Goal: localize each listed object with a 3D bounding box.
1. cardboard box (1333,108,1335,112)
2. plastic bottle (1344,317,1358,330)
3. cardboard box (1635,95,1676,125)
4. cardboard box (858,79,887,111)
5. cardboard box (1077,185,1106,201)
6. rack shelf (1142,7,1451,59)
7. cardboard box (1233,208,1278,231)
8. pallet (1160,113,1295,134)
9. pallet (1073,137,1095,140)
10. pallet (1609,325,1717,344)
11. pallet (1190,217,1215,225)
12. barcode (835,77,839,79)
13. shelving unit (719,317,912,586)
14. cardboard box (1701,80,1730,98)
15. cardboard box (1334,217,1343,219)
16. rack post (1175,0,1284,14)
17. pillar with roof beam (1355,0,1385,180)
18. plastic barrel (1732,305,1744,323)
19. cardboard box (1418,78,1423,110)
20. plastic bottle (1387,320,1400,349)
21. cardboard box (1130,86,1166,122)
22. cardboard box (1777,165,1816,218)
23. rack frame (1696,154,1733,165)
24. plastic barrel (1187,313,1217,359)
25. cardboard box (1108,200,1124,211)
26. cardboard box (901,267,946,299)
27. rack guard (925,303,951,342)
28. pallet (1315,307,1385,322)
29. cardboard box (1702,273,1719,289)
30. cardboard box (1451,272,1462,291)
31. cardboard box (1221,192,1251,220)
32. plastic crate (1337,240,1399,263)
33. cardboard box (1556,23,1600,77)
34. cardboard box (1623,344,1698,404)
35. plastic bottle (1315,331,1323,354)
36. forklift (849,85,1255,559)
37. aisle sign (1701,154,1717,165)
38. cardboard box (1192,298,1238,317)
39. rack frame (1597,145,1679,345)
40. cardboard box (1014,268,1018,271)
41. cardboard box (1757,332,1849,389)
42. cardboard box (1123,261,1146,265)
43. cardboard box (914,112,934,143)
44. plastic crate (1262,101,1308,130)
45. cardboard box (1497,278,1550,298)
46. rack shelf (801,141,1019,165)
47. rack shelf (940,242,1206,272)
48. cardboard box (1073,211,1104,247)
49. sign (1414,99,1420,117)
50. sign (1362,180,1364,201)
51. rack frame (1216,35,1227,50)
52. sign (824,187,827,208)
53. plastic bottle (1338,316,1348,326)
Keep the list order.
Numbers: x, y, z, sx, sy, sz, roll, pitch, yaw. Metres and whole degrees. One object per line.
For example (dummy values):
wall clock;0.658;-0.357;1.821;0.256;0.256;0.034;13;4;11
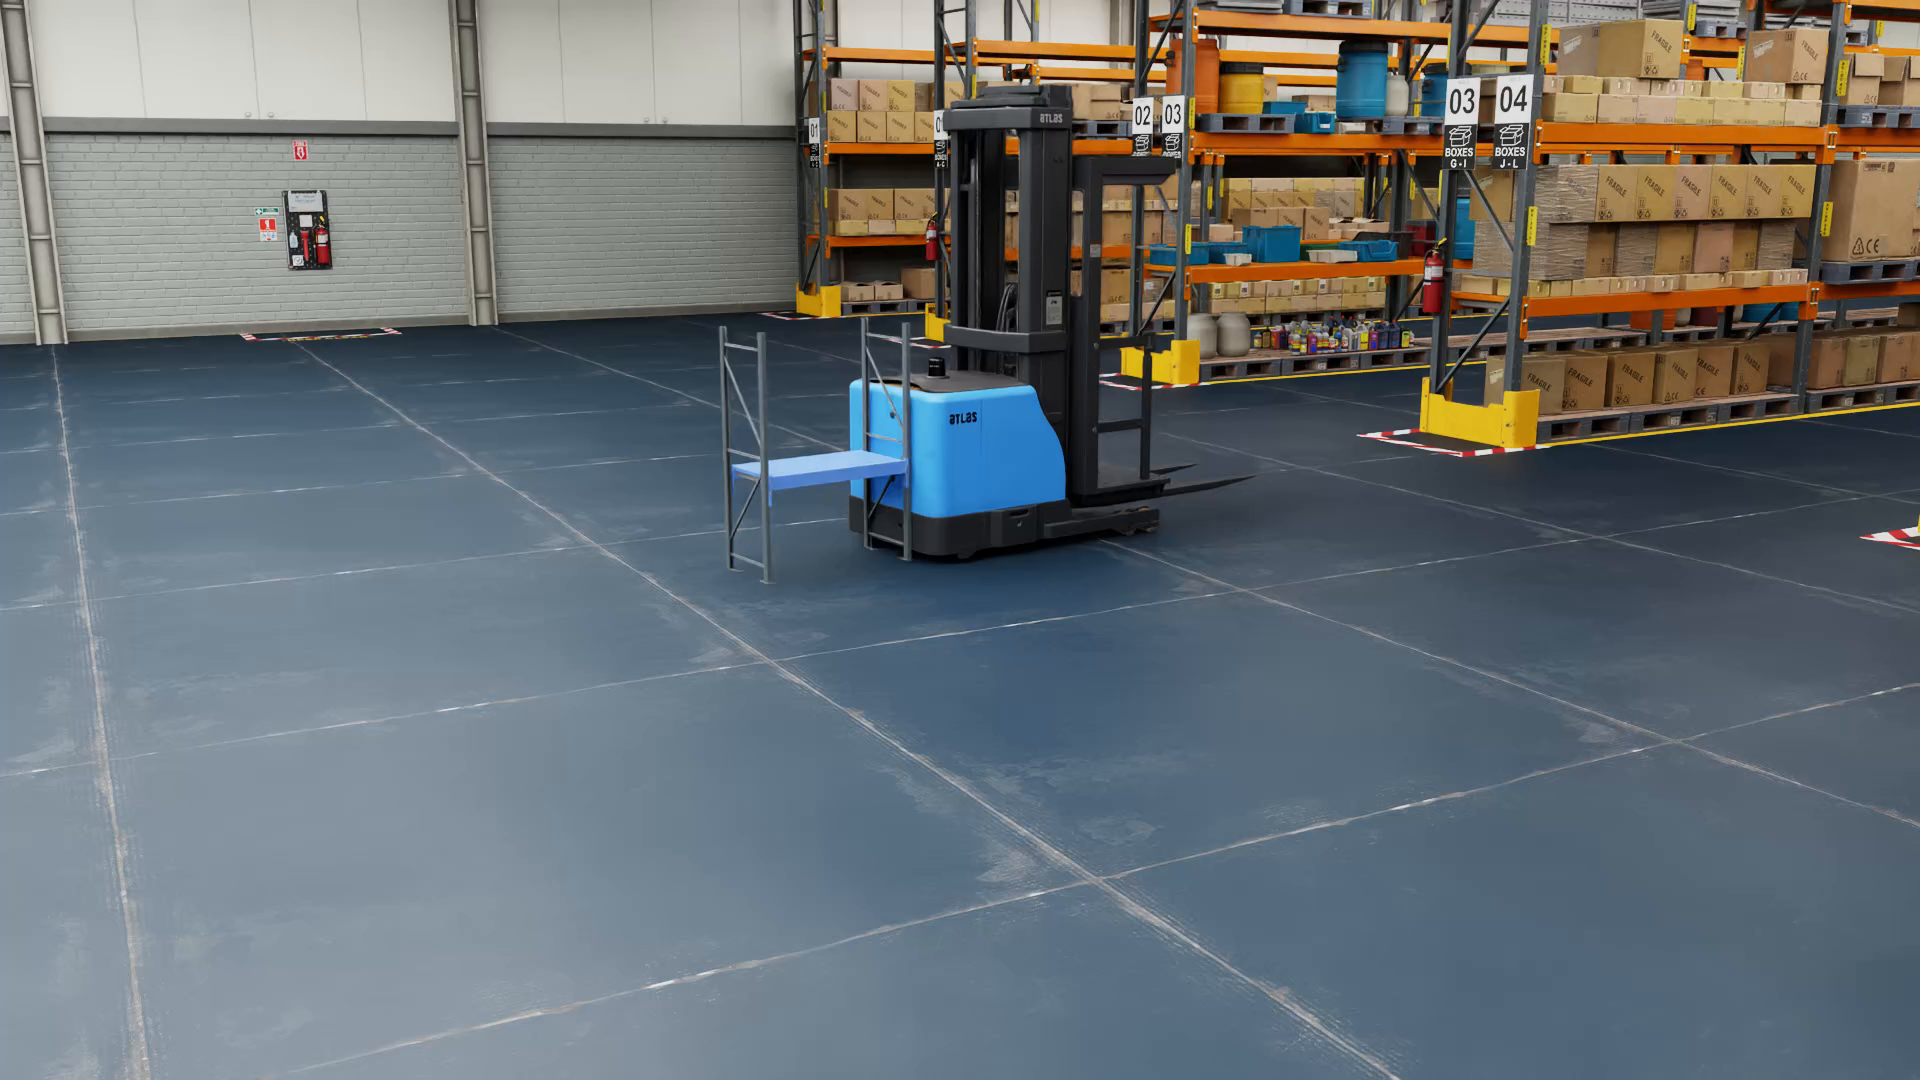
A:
cardboard box;7.260;-8.174;32.536;0.500;0.500;0.700;-8;15;-31
plastic bottle;4.972;-2.657;21.115;0.185;0.351;0.144;-7;14;-28
cardboard box;6.105;-3.890;15.073;0.500;0.250;0.500;-7;14;-28
cardboard box;-1.529;-7.302;27.343;0.500;0.500;0.500;-7;14;-29
cardboard box;1.732;-5.198;24.192;0.500;0.500;0.700;-7;14;-28
rack shelf;4.054;-5.938;19.548;4.000;0.370;1.077;-7;14;-28
cardboard box;4.584;-4.904;25.842;0.500;0.500;0.500;-6;14;-24
pallet;3.072;-4.786;19.143;1.213;0.211;1.003;-7;14;-28
pallet;1.656;-7.093;29.391;1.003;0.211;1.213;-7;14;-28
pallet;9.993;-2.919;23.599;1.213;0.211;1.003;-7;14;-28
pallet;3.999;-5.909;30.968;1.003;0.211;1.213;-7;14;-28
barcode;-2.064;-7.720;27.876;0.075;0.075;0.001;-7;14;-28
shelving unit;-0.875;-0.573;10.238;1.048;1.500;0.538;-9;16;-36
cardboard box;6.882;-4.168;15.401;0.250;0.149;0.380;-6;14;-25
cardboard box;7.261;-6.227;32.472;0.250;0.149;0.380;-7;14;-28
rack post;3.023;-6.085;18.789;0.954;0.300;0.937;-5;14;-22
pillar with roof beam;10.347;-8.856;29.964;0.400;9.000;9.100;-7;14;-28
plastic barrel;11.186;-3.430;24.227;0.421;0.512;0.421;0;13;0
cardboard box;7.337;-7.188;26.880;0.500;0.500;0.500;-7;14;-28
plastic bottle;5.383;-2.567;20.713;0.185;0.351;0.144;-7;15;-29
cardboard box;2.871;-6.506;24.850;0.500;0.500;0.500;-6;14;-23
cardboard box;7.920;-3.394;16.178;0.500;0.500;0.500;-7;14;-28
rack frame;13.972;-5.985;30.871;0.127;3.000;1.000;-7;14;-28
plastic barrel;2.840;-2.422;19.749;0.421;0.512;0.421;0;13;0
cardboard box;2.188;-4.885;24.277;0.250;0.149;0.380;-6;14;-26
cardboard box;-0.629;-4.434;28.671;0.500;0.500;0.700;-8;15;-31
rack guard;-0.092;-3.080;23.655;0.348;0.500;1.175;-7;14;-28
pallet;6.209;-3.704;27.086;1.213;0.211;1.003;-7;14;-28
cardboard box;7.014;-2.489;15.911;0.250;0.149;0.380;-7;14;-28
cardboard box;7.944;-4.187;27.575;0.500;0.500;0.500;-7;15;-30
cardboard box;5.123;-6.303;31.334;0.500;0.500;0.500;-6;14;-26
plastic crate;4.968;-3.526;20.285;0.616;0.251;0.499;-7;14;-28
cardboard box;5.911;-4.505;15.421;0.500;0.500;0.500;-7;14;-28
cardboard box;6.806;-1.622;16.221;0.500;0.500;0.500;-8;15;-33
plastic bottle;4.340;-2.397;20.141;0.097;0.271;0.097;0;13;0
forklift;0.747;-1.542;11.287;3.031;2.935;1.130;-9;16;-36
aisle sign;13.892;-7.317;30.869;0.004;0.787;0.394;-7;14;-28
cardboard box;3.912;-3.581;25.494;0.500;0.250;0.500;-7;15;-29
rack frame;9.321;-4.188;22.888;0.127;3.000;1.000;-7;14;-28
cardboard box;1.128;-3.753;24.551;0.500;0.500;0.500;-7;14;-28
cardboard box;8.732;-1.869;17.272;0.500;0.500;0.700;-8;15;-32
cardboard box;3.036;-4.917;30.819;0.500;0.500;0.700;-7;14;-28
cardboard box;-0.632;-6.930;27.967;0.500;0.500;0.500;-6;14;-24
plastic crate;3.828;-5.061;19.970;0.575;0.384;0.392;-7;14;-28
cardboard box;5.036;-2.254;14.864;0.250;0.149;0.380;-7;14;-28
rack shelf;-0.693;-6.579;28.317;4.000;0.370;1.077;-7;14;-28
rack shelf;1.684;-4.161;24.406;4.000;0.370;1.077;-7;14;-28
cardboard box;1.702;-4.561;24.314;0.500;0.500;0.700;-6;14;-26
sign;7.209;-6.790;26.258;0.005;0.325;0.100;-7;14;-28
sign;6.682;-5.773;27.473;0.005;0.325;0.100;-7;14;-28
rack frame;4.574;-9.024;30.713;0.127;3.000;1.000;-7;14;-28
sign;-2.188;-5.574;27.073;0.005;0.325;0.100;-7;14;-28
plastic bottle;4.902;-2.685;21.239;0.185;0.351;0.144;-6;14;-26
